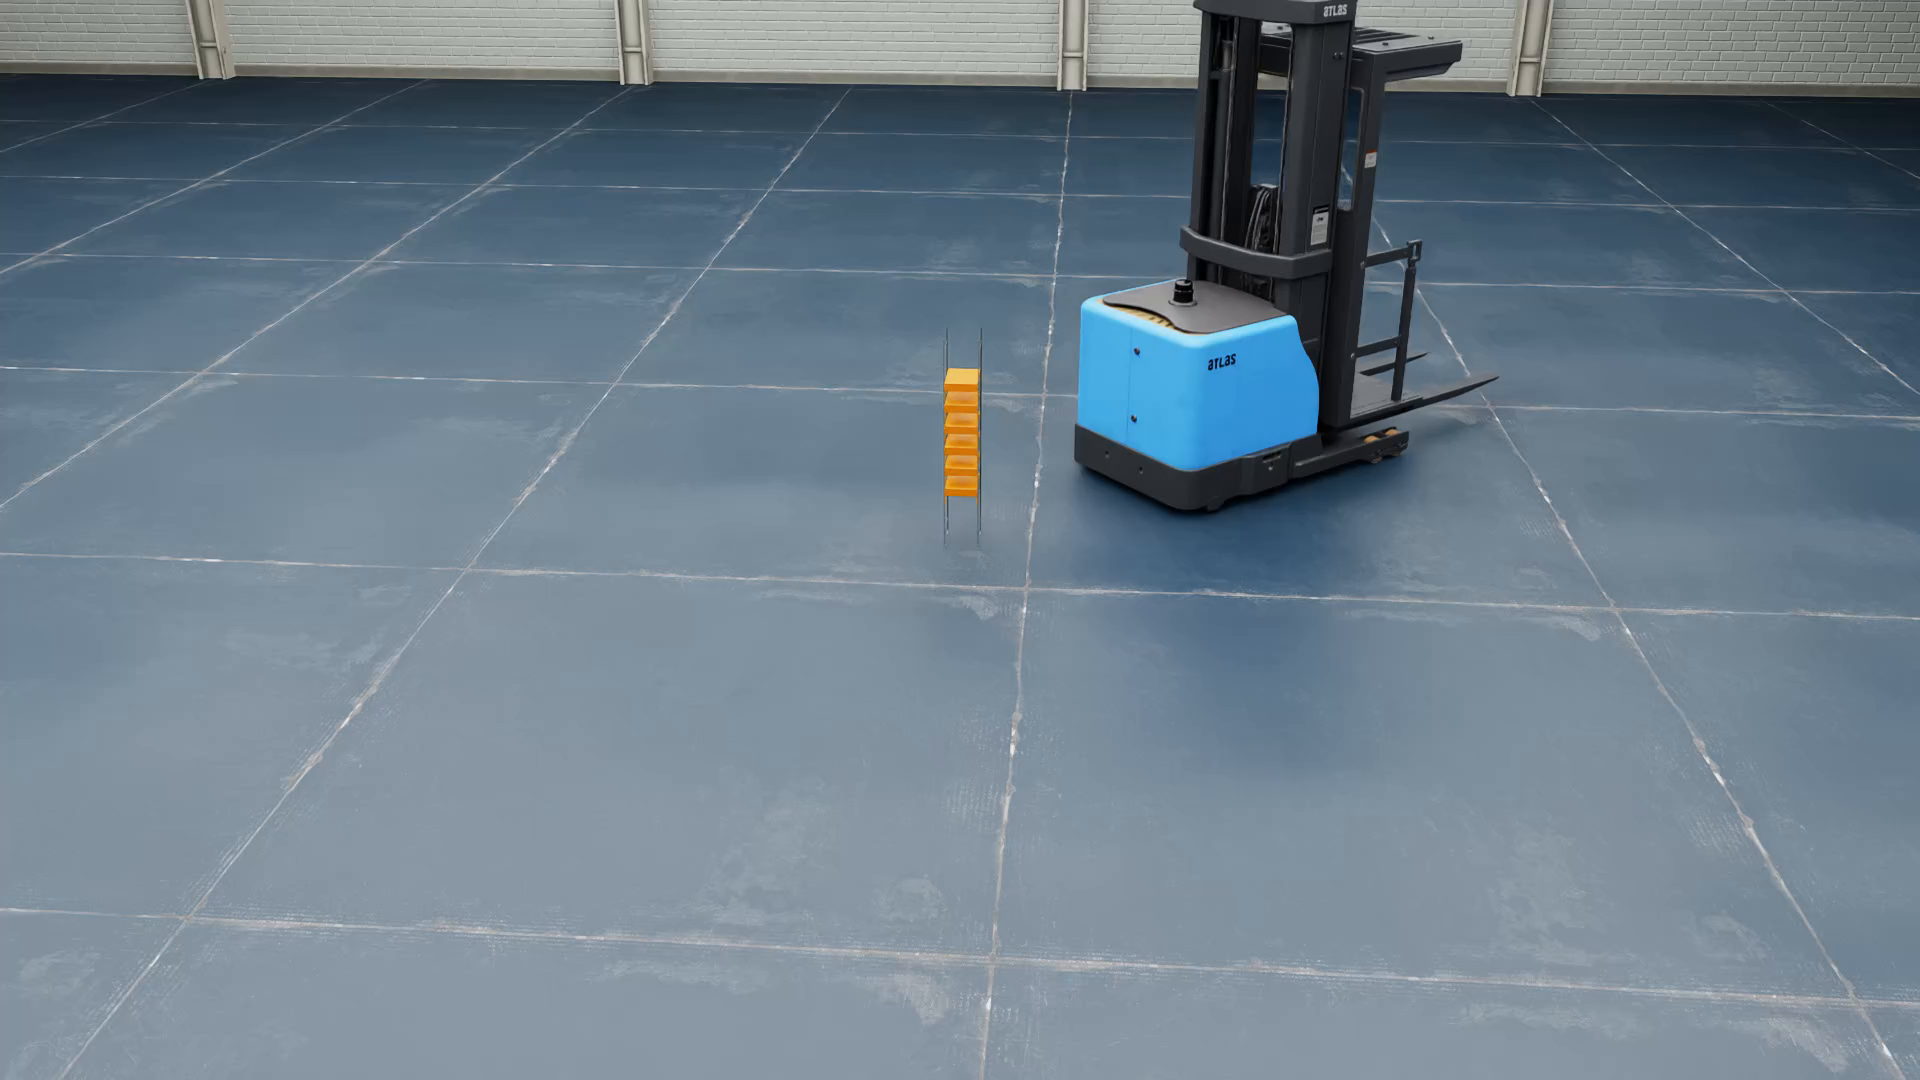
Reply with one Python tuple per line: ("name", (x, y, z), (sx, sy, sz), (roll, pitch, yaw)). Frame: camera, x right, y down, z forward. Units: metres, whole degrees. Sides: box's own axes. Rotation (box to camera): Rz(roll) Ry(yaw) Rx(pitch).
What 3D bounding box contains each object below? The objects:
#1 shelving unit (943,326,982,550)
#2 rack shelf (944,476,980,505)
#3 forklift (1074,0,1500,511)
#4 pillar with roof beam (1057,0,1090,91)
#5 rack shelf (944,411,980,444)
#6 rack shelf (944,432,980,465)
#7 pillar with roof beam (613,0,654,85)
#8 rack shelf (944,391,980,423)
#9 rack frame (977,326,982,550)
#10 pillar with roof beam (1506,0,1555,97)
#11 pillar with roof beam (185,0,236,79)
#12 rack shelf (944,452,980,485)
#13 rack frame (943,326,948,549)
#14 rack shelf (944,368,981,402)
("shelving unit", (0.014, -0.545, 8.998), (0.189, 1.200, 0.258), (2, 25, 4))
("rack shelf", (0.014, -0.286, 9.117), (0.180, 0.103, 0.258), (2, 25, 4))
("forklift", (2.186, -1.968, 10.020), (3.031, 2.935, 1.130), (-17, 30, -32))
("pillar with roof beam", (1.191, -8.424, 16.792), (0.400, 9.000, 9.100), (2, 25, 4))
("rack shelf", (0.014, -0.613, 8.967), (0.180, 0.103, 0.258), (2, 25, 4))
("rack shelf", (0.014, -0.504, 9.017), (0.180, 0.103, 0.258), (2, 25, 4))
("pillar with roof beam", (-4.791, -8.616, 17.210), (0.400, 9.000, 9.100), (2, 25, 4))
("rack shelf", (0.014, -0.722, 8.916), (0.180, 0.103, 0.258), (2, 25, 4))
("rack frame", (0.106, -0.542, 8.992), (0.006, 1.200, 0.240), (2, 25, 4))
("pillar with roof beam", (7.173, -8.232, 16.375), (0.400, 9.000, 9.100), (2, 25, 4))
("pillar with roof beam", (-10.774, -8.808, 17.627), (0.400, 9.000, 9.100), (2, 25, 4))
("rack shelf", (0.014, -0.395, 9.067), (0.180, 0.103, 0.258), (2, 25, 4))
("rack frame", (-0.077, -0.548, 9.005), (0.006, 1.200, 0.240), (2, 25, 4))
("rack shelf", (0.014, -0.831, 8.866), (0.180, 0.103, 0.258), (2, 25, 4))
